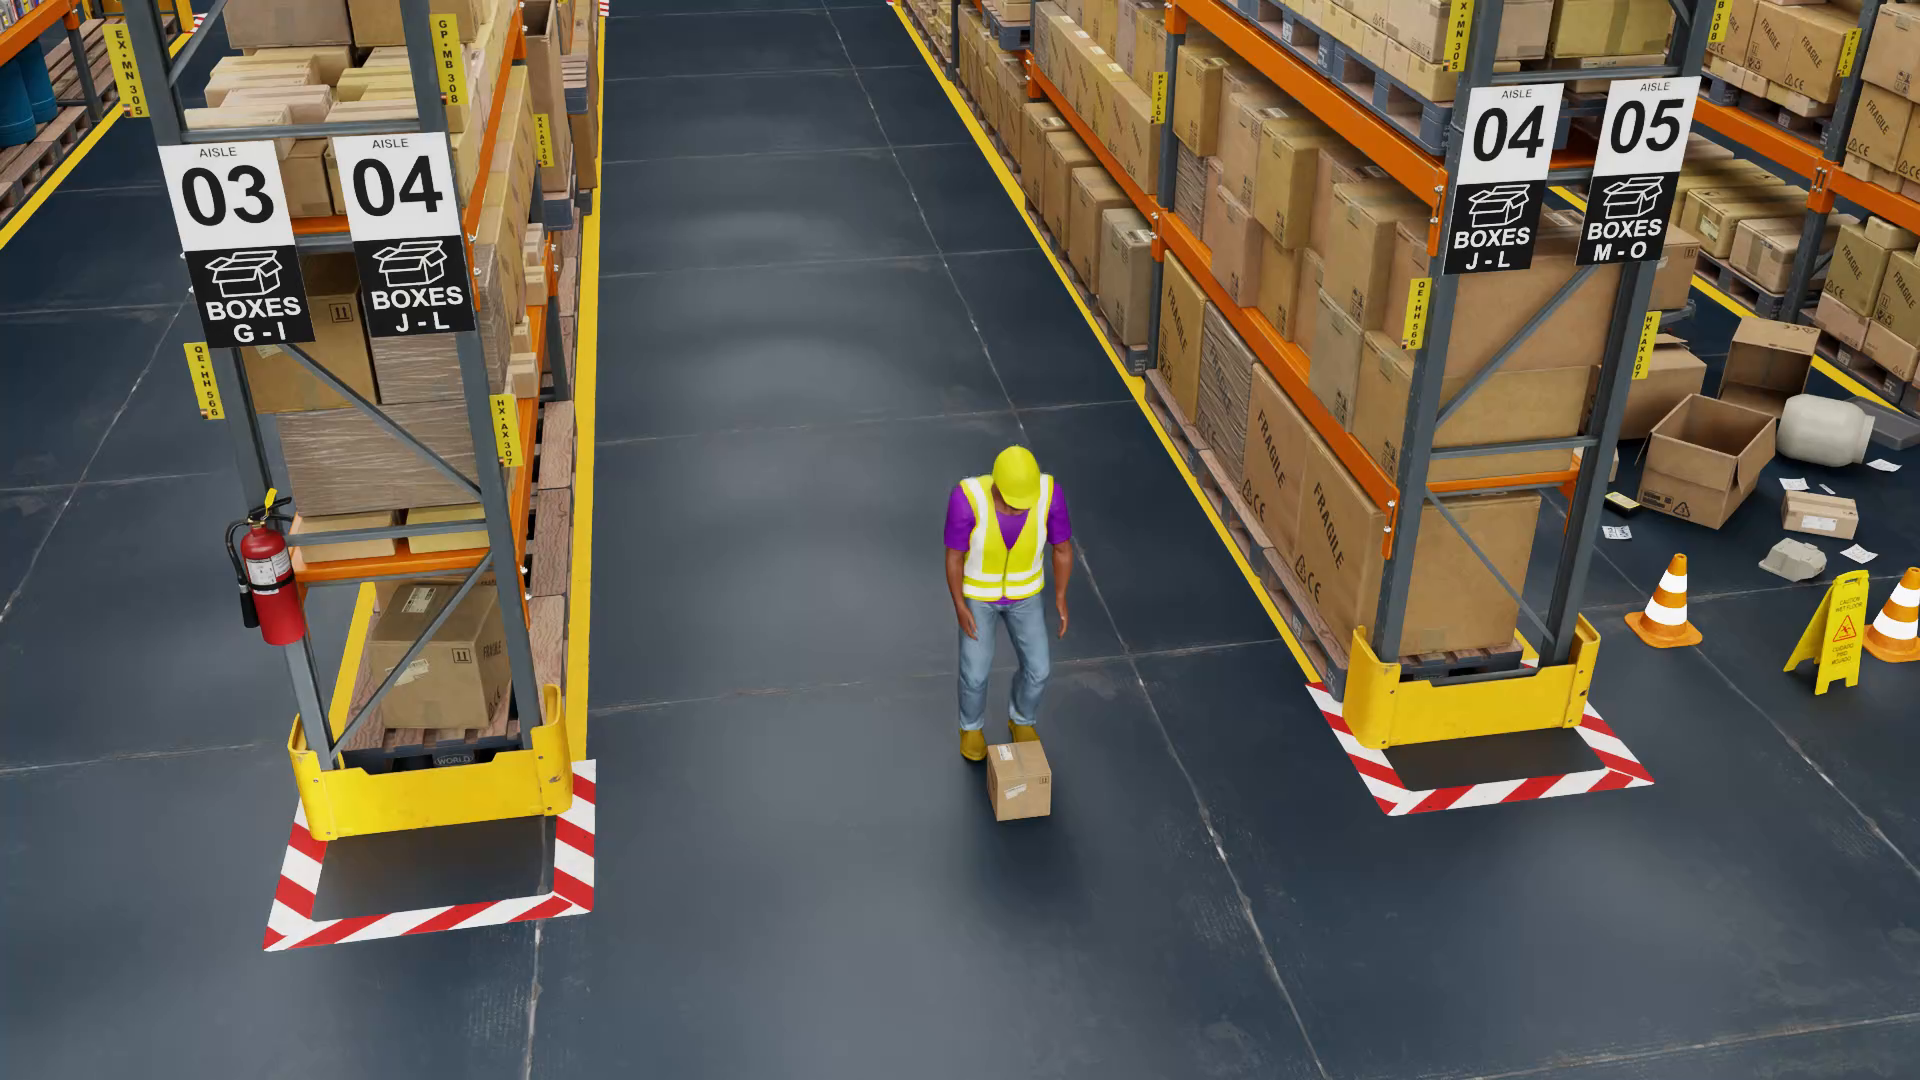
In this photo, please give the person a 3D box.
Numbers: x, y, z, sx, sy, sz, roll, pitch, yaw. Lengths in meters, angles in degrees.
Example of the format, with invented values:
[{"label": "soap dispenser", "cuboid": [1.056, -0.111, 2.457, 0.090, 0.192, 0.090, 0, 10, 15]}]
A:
[{"label": "person", "cuboid": [0.225, 0.268, 7.743, 0.602, 1.682, 0.511, -5, 31, -8]}]
